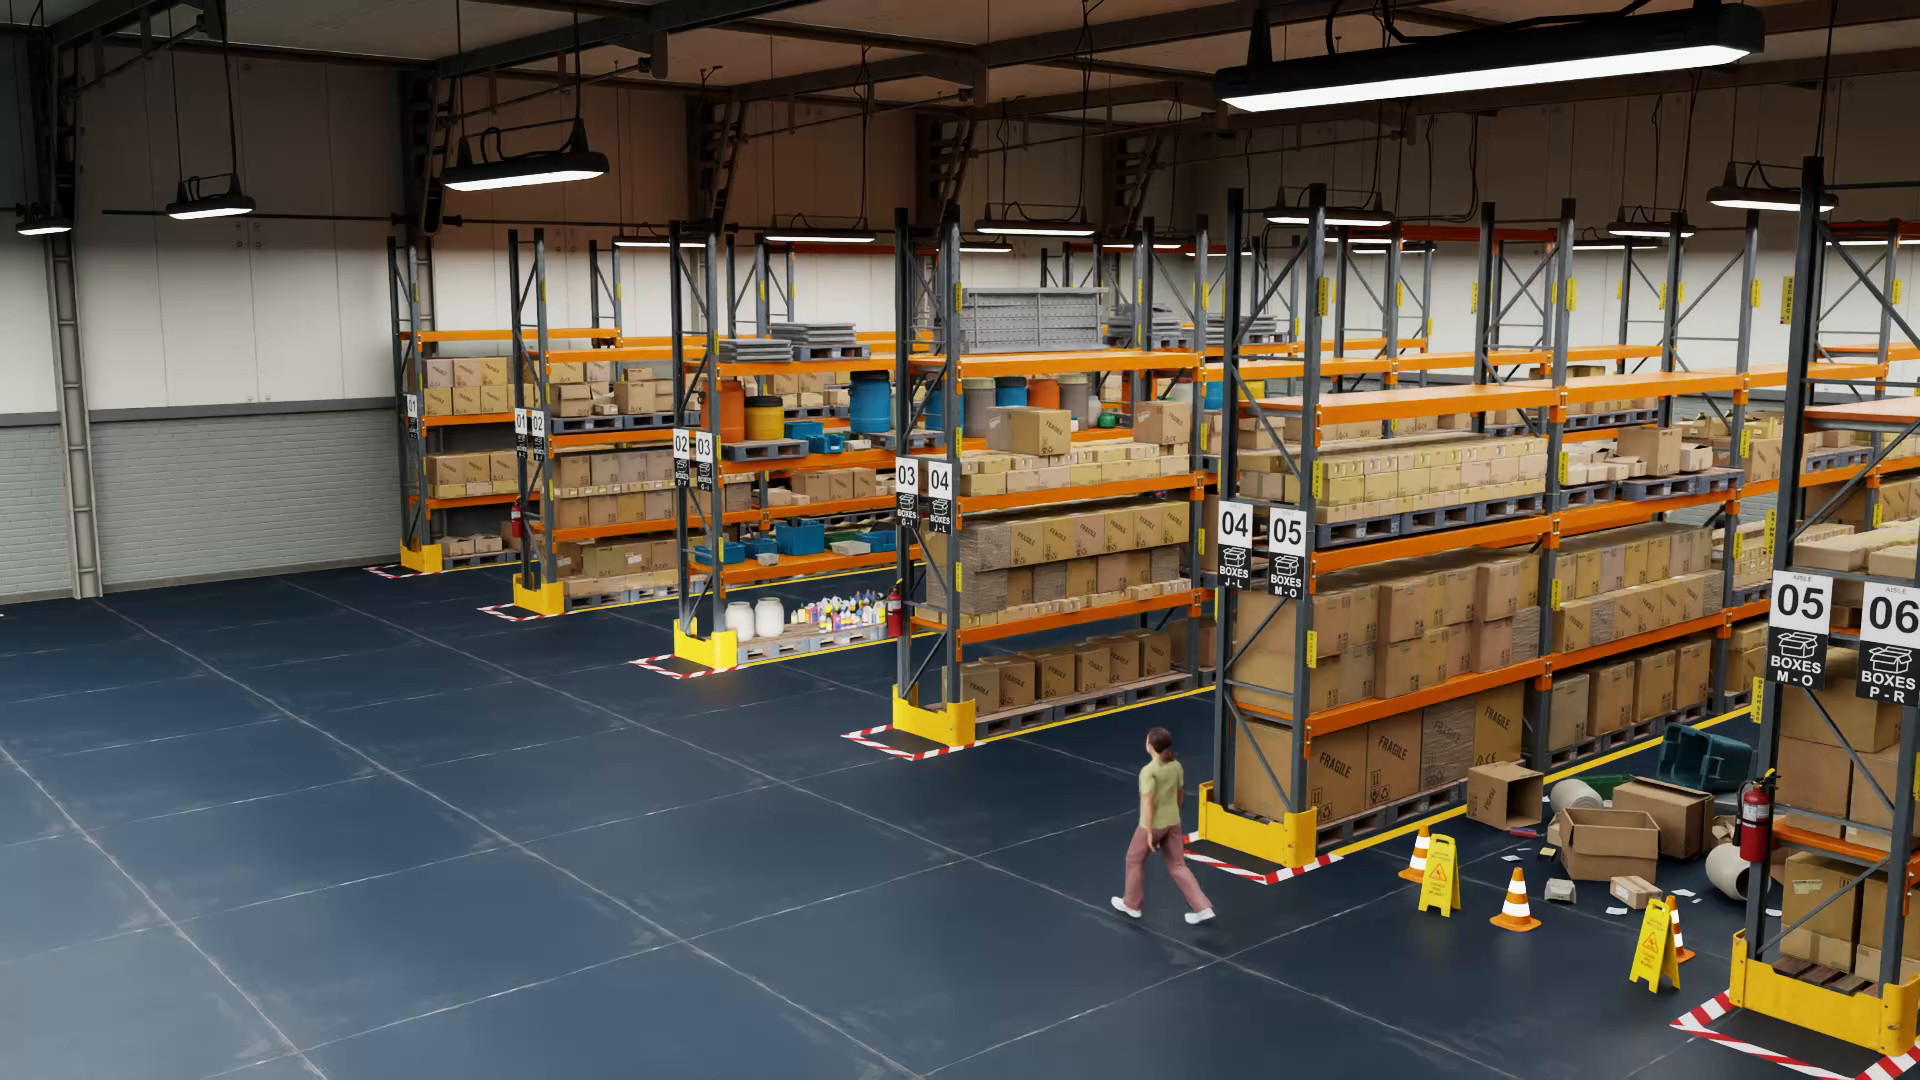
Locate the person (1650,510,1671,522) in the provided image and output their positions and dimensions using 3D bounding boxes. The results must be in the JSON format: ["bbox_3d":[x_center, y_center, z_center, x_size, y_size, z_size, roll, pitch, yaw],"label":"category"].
[{"bbox_3d":[13.144,-0.600,31.762,0.988,1.728,0.594,-5,10,-27],"label":"person"}]

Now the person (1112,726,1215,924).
[{"bbox_3d":[1.632,2.313,13.397,0.448,1.628,1.002,-7,11,-38],"label":"person"}]

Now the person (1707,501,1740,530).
[{"bbox_3d":[12.298,0.196,26.857,0.571,1.722,0.452,1,9,8],"label":"person"}]
